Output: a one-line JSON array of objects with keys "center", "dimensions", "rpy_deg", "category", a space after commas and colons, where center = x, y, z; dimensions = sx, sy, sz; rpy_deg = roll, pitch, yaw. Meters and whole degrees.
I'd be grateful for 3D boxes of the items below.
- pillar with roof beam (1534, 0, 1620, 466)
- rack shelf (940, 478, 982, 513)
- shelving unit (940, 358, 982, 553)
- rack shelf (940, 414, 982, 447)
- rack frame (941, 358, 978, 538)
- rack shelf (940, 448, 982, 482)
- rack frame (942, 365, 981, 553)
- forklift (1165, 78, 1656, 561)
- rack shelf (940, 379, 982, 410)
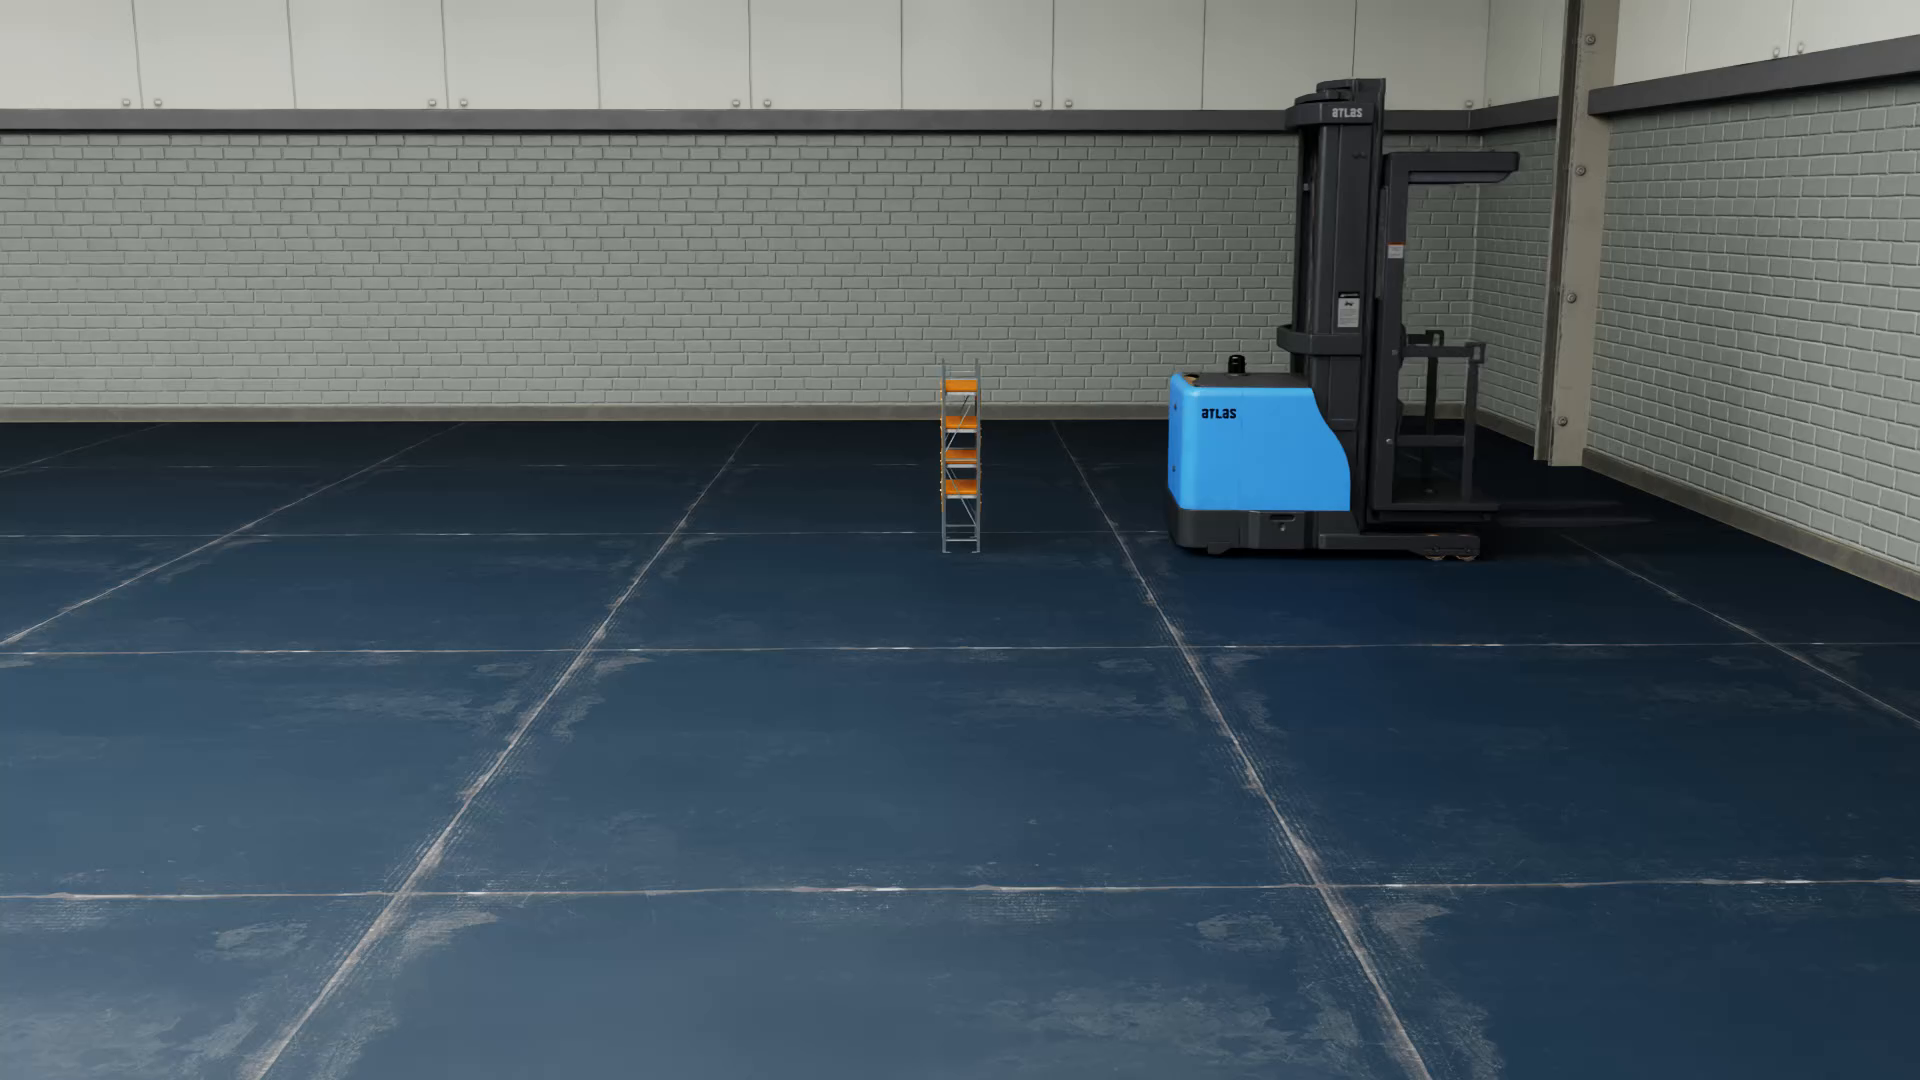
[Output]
[{"center": [0.871, -5.063, 13.380], "dimensions": [9.100, 9.000, 0.400], "rpy_deg": [0, 11, -1], "category": "pillar with roof beam"}, {"center": [0.003, -0.295, 10.830], "dimensions": [0.258, 0.148, 0.480], "rpy_deg": [0, 11, -1], "category": "rack shelf"}, {"center": [0.003, -0.555, 10.778], "dimensions": [0.258, 1.200, 0.503], "rpy_deg": [0, 11, -1], "category": "shelving unit"}, {"center": [0.003, -0.708, 10.747], "dimensions": [0.258, 0.148, 0.480], "rpy_deg": [0, 11, -1], "category": "rack shelf"}, {"center": [-0.002, -0.604, 11.017], "dimensions": [0.240, 1.200, 0.015], "rpy_deg": [0, 11, -1], "category": "rack frame"}, {"center": [0.003, -0.489, 10.791], "dimensions": [0.258, 0.148, 0.480], "rpy_deg": [0, 11, -1], "category": "rack shelf"}, {"center": [0.008, -0.507, 10.539], "dimensions": [0.240, 1.200, 0.015], "rpy_deg": [0, 11, -1], "category": "rack frame"}, {"center": [2.903, -1.413, 10.651], "dimensions": [3.031, 2.935, 1.130], "rpy_deg": [0, 11, 2], "category": "forklift"}, {"center": [0.003, -0.940, 10.699], "dimensions": [0.258, 0.148, 0.480], "rpy_deg": [0, 11, -1], "category": "rack shelf"}]
